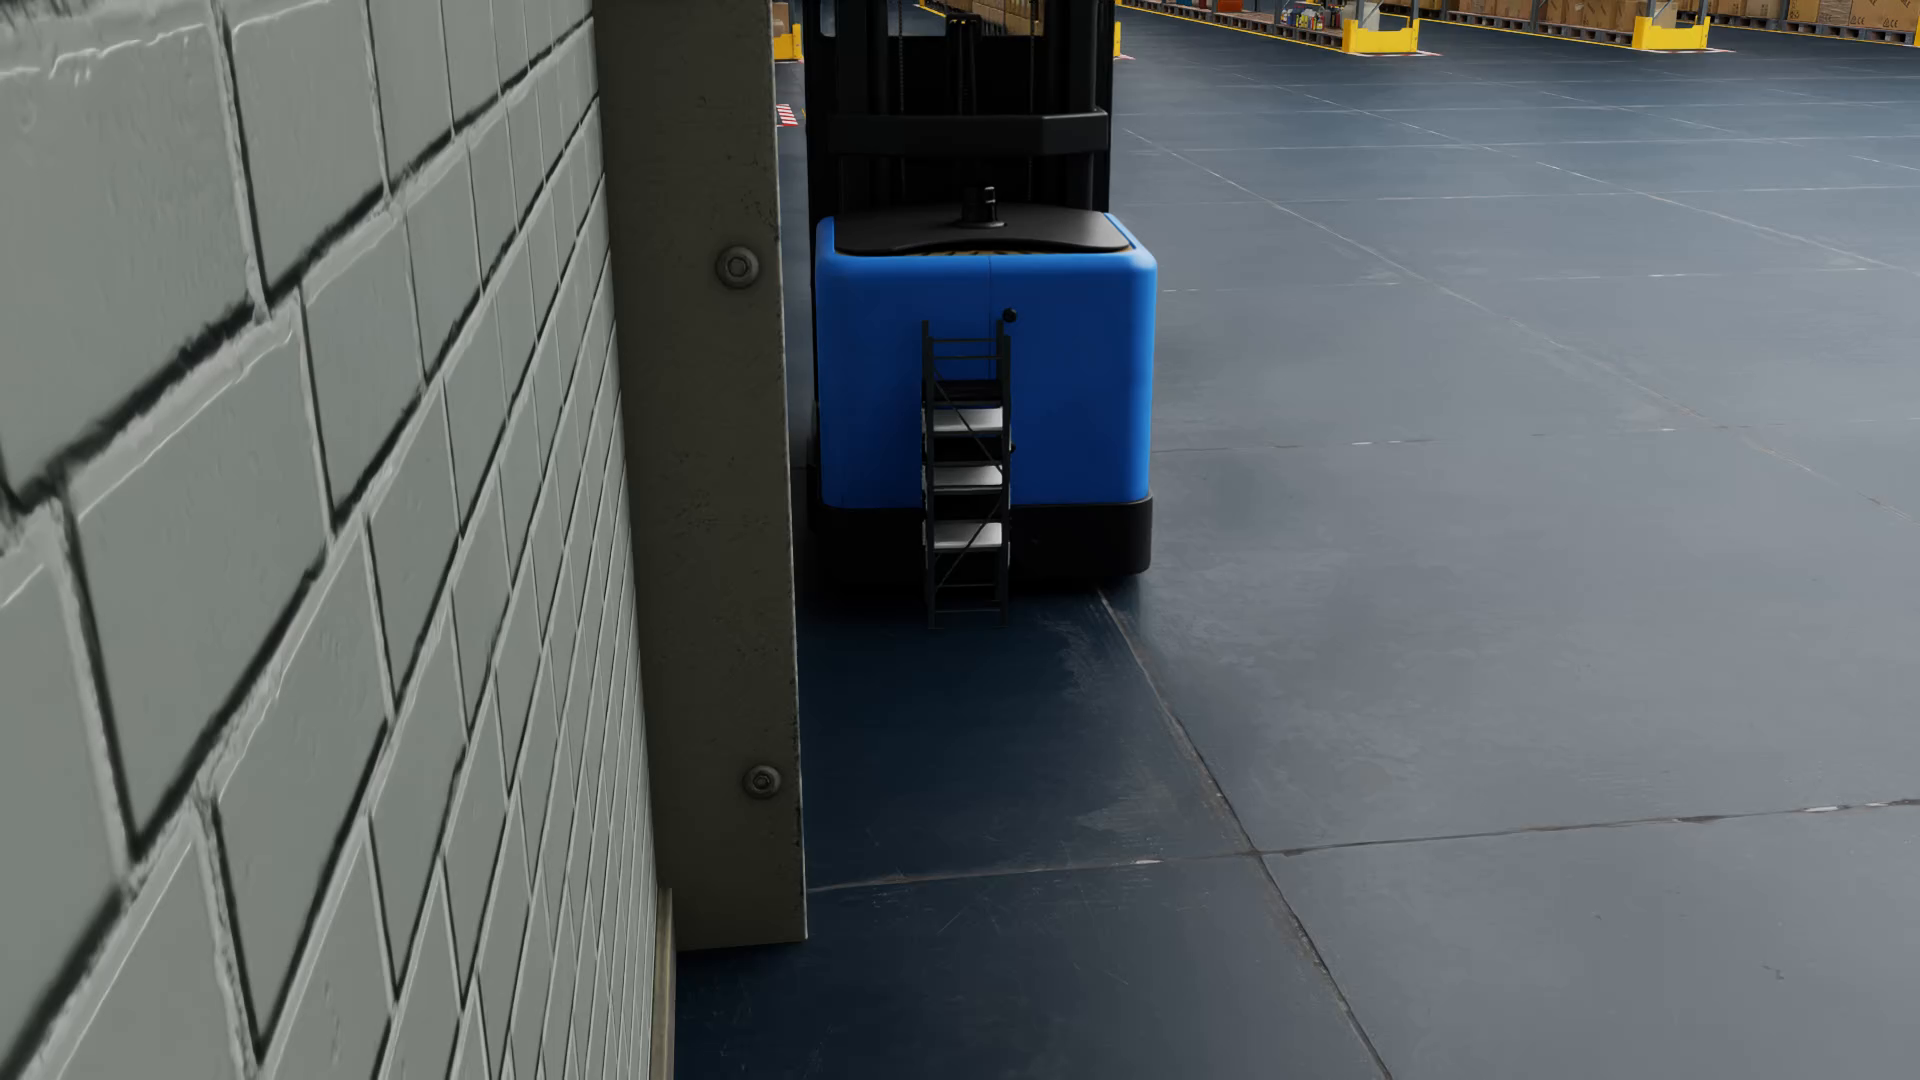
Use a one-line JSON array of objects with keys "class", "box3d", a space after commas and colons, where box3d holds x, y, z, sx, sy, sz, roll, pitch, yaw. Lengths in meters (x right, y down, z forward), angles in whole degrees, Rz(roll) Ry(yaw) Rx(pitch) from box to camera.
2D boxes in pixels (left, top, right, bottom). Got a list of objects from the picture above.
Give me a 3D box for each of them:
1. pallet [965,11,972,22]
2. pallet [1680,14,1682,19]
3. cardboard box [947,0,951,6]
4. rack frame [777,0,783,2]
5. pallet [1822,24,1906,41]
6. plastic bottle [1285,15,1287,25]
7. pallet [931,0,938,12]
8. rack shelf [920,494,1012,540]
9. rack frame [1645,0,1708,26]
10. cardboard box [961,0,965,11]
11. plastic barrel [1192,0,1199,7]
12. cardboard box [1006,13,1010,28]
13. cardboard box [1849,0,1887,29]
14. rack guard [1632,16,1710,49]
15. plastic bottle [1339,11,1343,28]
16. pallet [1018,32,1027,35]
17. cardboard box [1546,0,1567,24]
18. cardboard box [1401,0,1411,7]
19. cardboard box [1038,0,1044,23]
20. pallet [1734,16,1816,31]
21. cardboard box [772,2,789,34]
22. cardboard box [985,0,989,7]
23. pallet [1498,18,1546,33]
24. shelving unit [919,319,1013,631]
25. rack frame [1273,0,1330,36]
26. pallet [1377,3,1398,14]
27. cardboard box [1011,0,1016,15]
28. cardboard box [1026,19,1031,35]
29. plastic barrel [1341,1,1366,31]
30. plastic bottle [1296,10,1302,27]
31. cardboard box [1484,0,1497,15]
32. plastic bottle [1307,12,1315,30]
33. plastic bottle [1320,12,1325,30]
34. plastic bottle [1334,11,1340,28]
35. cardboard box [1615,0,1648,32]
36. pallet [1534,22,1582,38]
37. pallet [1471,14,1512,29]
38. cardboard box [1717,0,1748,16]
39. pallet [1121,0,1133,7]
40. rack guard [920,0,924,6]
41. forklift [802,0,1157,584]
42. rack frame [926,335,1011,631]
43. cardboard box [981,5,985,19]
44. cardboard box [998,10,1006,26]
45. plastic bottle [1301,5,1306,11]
[{"class": "pallet", "box3d": [0.675, -10.716, 34.105, 1.003, 0.211, 1.213, -3, 21, -8]}, {"class": "pallet", "box3d": [15.360, -11.439, 36.042, 1.003, 0.211, 1.213, -3, 21, -8]}, {"class": "cardboard box", "box3d": [-0.003, -12.002, 36.507, 0.500, 0.500, 0.500, -4, 21, -10]}, {"class": "rack frame", "box3d": [-3.580, -10.125, 28.539, 1.000, 3.000, 0.127, -3, 21, -8]}, {"class": "pallet", "box3d": [16.259, -9.093, 29.761, 1.003, 0.211, 1.213, -3, 21, -8]}, {"class": "plastic bottle", "box3d": [5.865, -9.317, 29.746, 0.097, 0.201, 0.097, 0, 20, 0]}, {"class": "pallet", "box3d": [-0.109, -12.501, 38.886, 1.003, 0.211, 1.213, -3, 21, -8]}, {"class": "rack shelf", "box3d": [0.016, -0.073, 4.979, 0.258, 0.077, 0.200, -2, 21, -4]}, {"class": "rack frame", "box3d": [11.702, -9.490, 26.838, 1.000, 3.000, 0.127, -3, 21, -8]}, {"class": "cardboard box", "box3d": [0.304, -11.288, 34.595, 0.500, 0.500, 0.500, -4, 21, -10]}, {"class": "plastic barrel", "box3d": [5.227, -11.792, 35.956, 0.421, 0.512, 0.421, 0, 20, 0]}, {"class": "cardboard box", "box3d": [1.088, -9.109, 29.148, 0.500, 0.250, 0.500, -3, 21, -8]}, {"class": "cardboard box", "box3d": [16.332, -9.443, 29.147, 0.875, 0.875, 0.875, -3, 21, -9]}, {"class": "rack guard", "box3d": [11.691, -8.345, 27.346, 1.175, 0.500, 0.348, -3, 21, -8]}, {"class": "plastic bottle", "box3d": [6.696, -9.112, 29.090, 0.152, 0.276, 0.135, -3, 21, -7]}, {"class": "pallet", "box3d": [1.574, -8.370, 27.823, 1.003, 0.211, 1.213, -3, 21, -8]}, {"class": "cardboard box", "box3d": [11.143, -9.760, 30.534, 0.500, 0.500, 0.500, -4, 21, -9]}, {"class": "cardboard box", "box3d": [10.349, -12.010, 36.022, 1.225, 0.875, 0.875, -3, 21, -8]}, {"class": "cardboard box", "box3d": [1.526, -8.422, 26.237, 0.500, 0.500, 0.500, -3, 21, -8]}, {"class": "pallet", "box3d": [15.862, -10.047, 32.315, 1.003, 0.211, 1.213, -3, 21, -8]}, {"class": "cardboard box", "box3d": [-3.152, -8.474, 27.060, 0.700, 0.500, 0.500, -4, 21, -11]}, {"class": "cardboard box", "box3d": [0.760, -10.201, 31.269, 0.500, 0.311, 0.500, -3, 21, -8]}, {"class": "pallet", "box3d": [11.011, -9.838, 31.755, 1.003, 0.211, 1.213, -3, 21, -8]}, {"class": "shelving unit", "box3d": [0.016, -0.189, 4.935, 0.258, 0.900, 0.210, -2, 21, -4]}, {"class": "rack frame", "box3d": [6.224, -10.625, 29.877, 1.000, 3.000, 0.127, -3, 21, -8]}, {"class": "pallet", "box3d": [10.158, -12.075, 37.745, 1.003, 0.211, 1.213, -3, 21, -8]}, {"class": "cardboard box", "box3d": [1.159, -9.287, 28.553, 0.500, 0.500, 0.500, -3, 21, -8]}, {"class": "cardboard box", "box3d": [1.371, -8.417, 27.294, 0.500, 0.250, 0.500, -3, 21, -8]}, {"class": "plastic barrel", "box3d": [6.558, -8.669, 27.595, 0.421, 0.512, 0.421, 0, 20, 0]}, {"class": "plastic bottle", "box3d": [5.939, -9.134, 29.137, 0.061, 0.283, 0.133, -2, 21, -5]}, {"class": "cardboard box", "box3d": [10.846, -10.677, 32.959, 0.700, 0.500, 0.500, -1, 21, -3]}, {"class": "plastic bottle", "box3d": [6.073, -8.921, 28.578, 0.152, 0.276, 0.135, -3, 21, -9]}, {"class": "plastic bottle", "box3d": [6.198, -8.882, 28.463, 0.061, 0.283, 0.133, -3, 21, -8]}, {"class": "plastic bottle", "box3d": [6.590, -9.110, 29.074, 0.061, 0.283, 0.133, -3, 21, -8]}, {"class": "cardboard box", "box3d": [11.508, -8.938, 28.332, 0.500, 0.500, 0.500, 2, 21, 6]}, {"class": "pallet", "box3d": [11.257, -9.338, 30.416, 1.003, 0.211, 1.213, -3, 21, -8]}, {"class": "pallet", "box3d": [10.832, -10.261, 32.889, 1.003, 0.211, 1.213, -3, 21, -8]}, {"class": "cardboard box", "box3d": [15.734, -10.778, 32.900, 1.050, 0.750, 0.750, -3, 21, -8]}, {"class": "pallet", "box3d": [4.574, -13.186, 40.719, 1.003, 0.211, 1.213, -3, 21, -8]}, {"class": "rack guard", "box3d": [-0.397, -13.334, 40.703, 1.175, 0.500, 0.348, -3, 21, -8]}, {"class": "forklift", "box3d": [-0.025, -1.710, 6.105, 1.130, 2.935, 3.031, -2, 21, -4]}, {"class": "rack frame", "box3d": [0.024, -0.153, 4.841, 0.240, 0.900, 0.006, -2, 21, -4]}, {"class": "cardboard box", "box3d": [0.684, -10.120, 31.855, 0.500, 0.250, 0.500, -3, 21, -9]}, {"class": "cardboard box", "box3d": [0.975, -9.414, 29.964, 0.500, 0.250, 0.500, -3, 21, -8]}, {"class": "plastic bottle", "box3d": [6.072, -9.297, 29.479, 0.144, 0.351, 0.185, -3, 21, -8]}]
